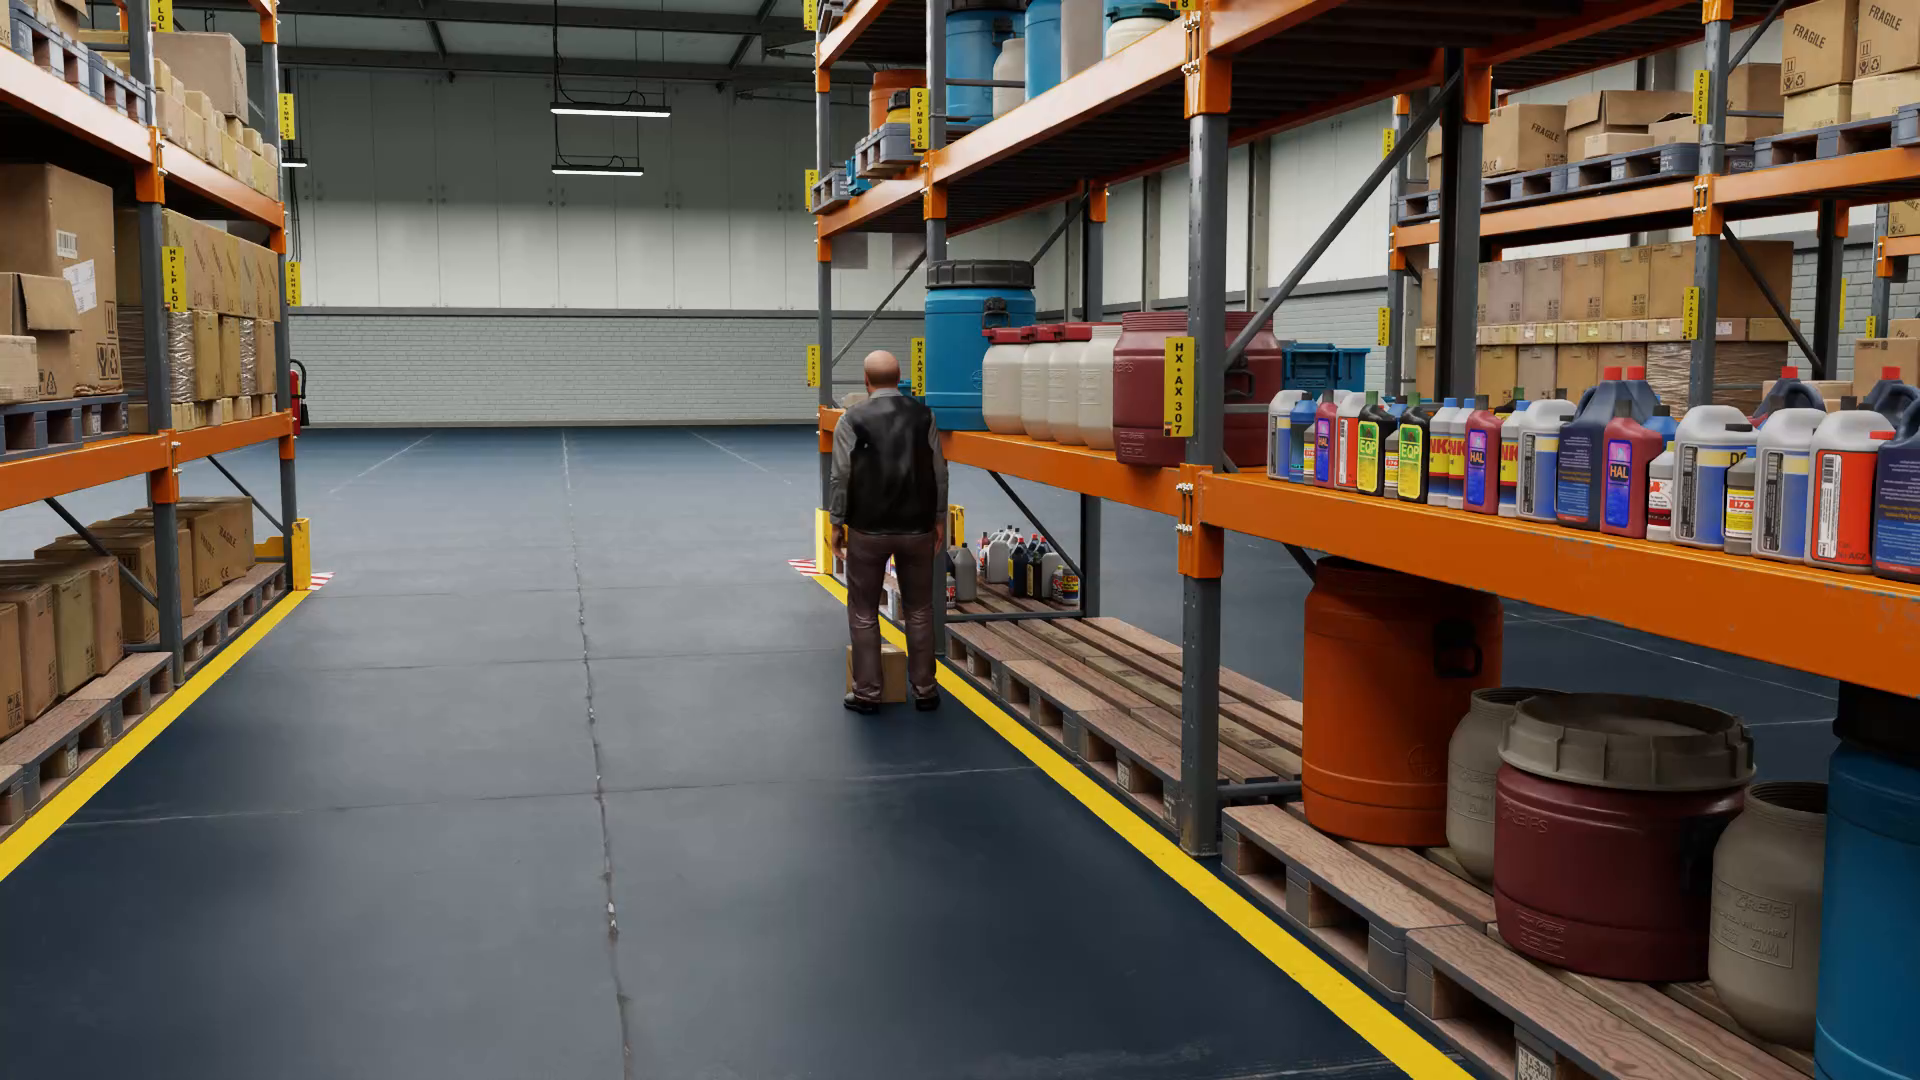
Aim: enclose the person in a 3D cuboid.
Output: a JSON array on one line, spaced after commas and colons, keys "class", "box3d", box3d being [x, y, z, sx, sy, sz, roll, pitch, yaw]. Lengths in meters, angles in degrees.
[{"class": "person", "box3d": [-0.335, -0.038, 7.917, 0.581, 1.720, 0.417, -2, 6, -16]}]
